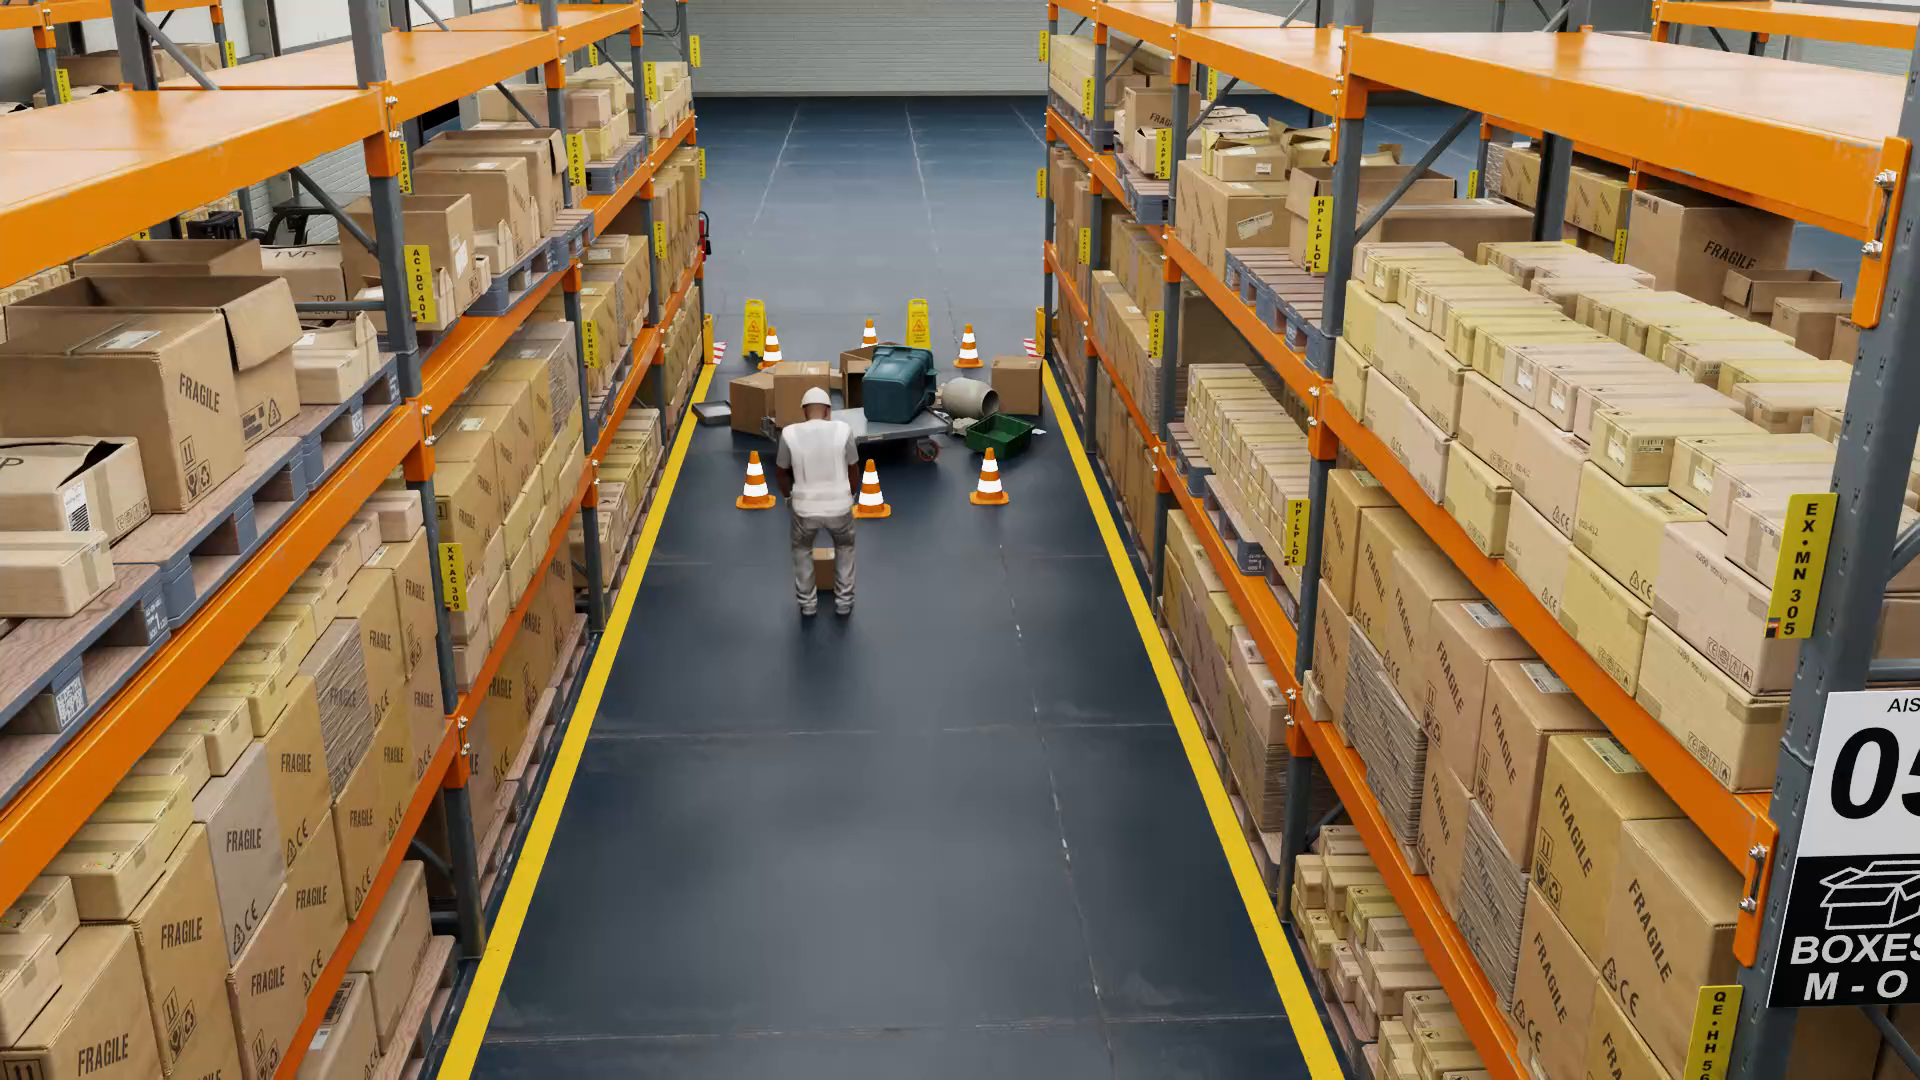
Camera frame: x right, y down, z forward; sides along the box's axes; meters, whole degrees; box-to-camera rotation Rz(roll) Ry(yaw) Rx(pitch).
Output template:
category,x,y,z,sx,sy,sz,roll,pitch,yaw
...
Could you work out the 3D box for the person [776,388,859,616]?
category,x,y,z,sx,sy,sz,roll,pitch,yaw
person,-1.023,-0.265,12.001,0.598,1.624,0.606,-1,20,-2
